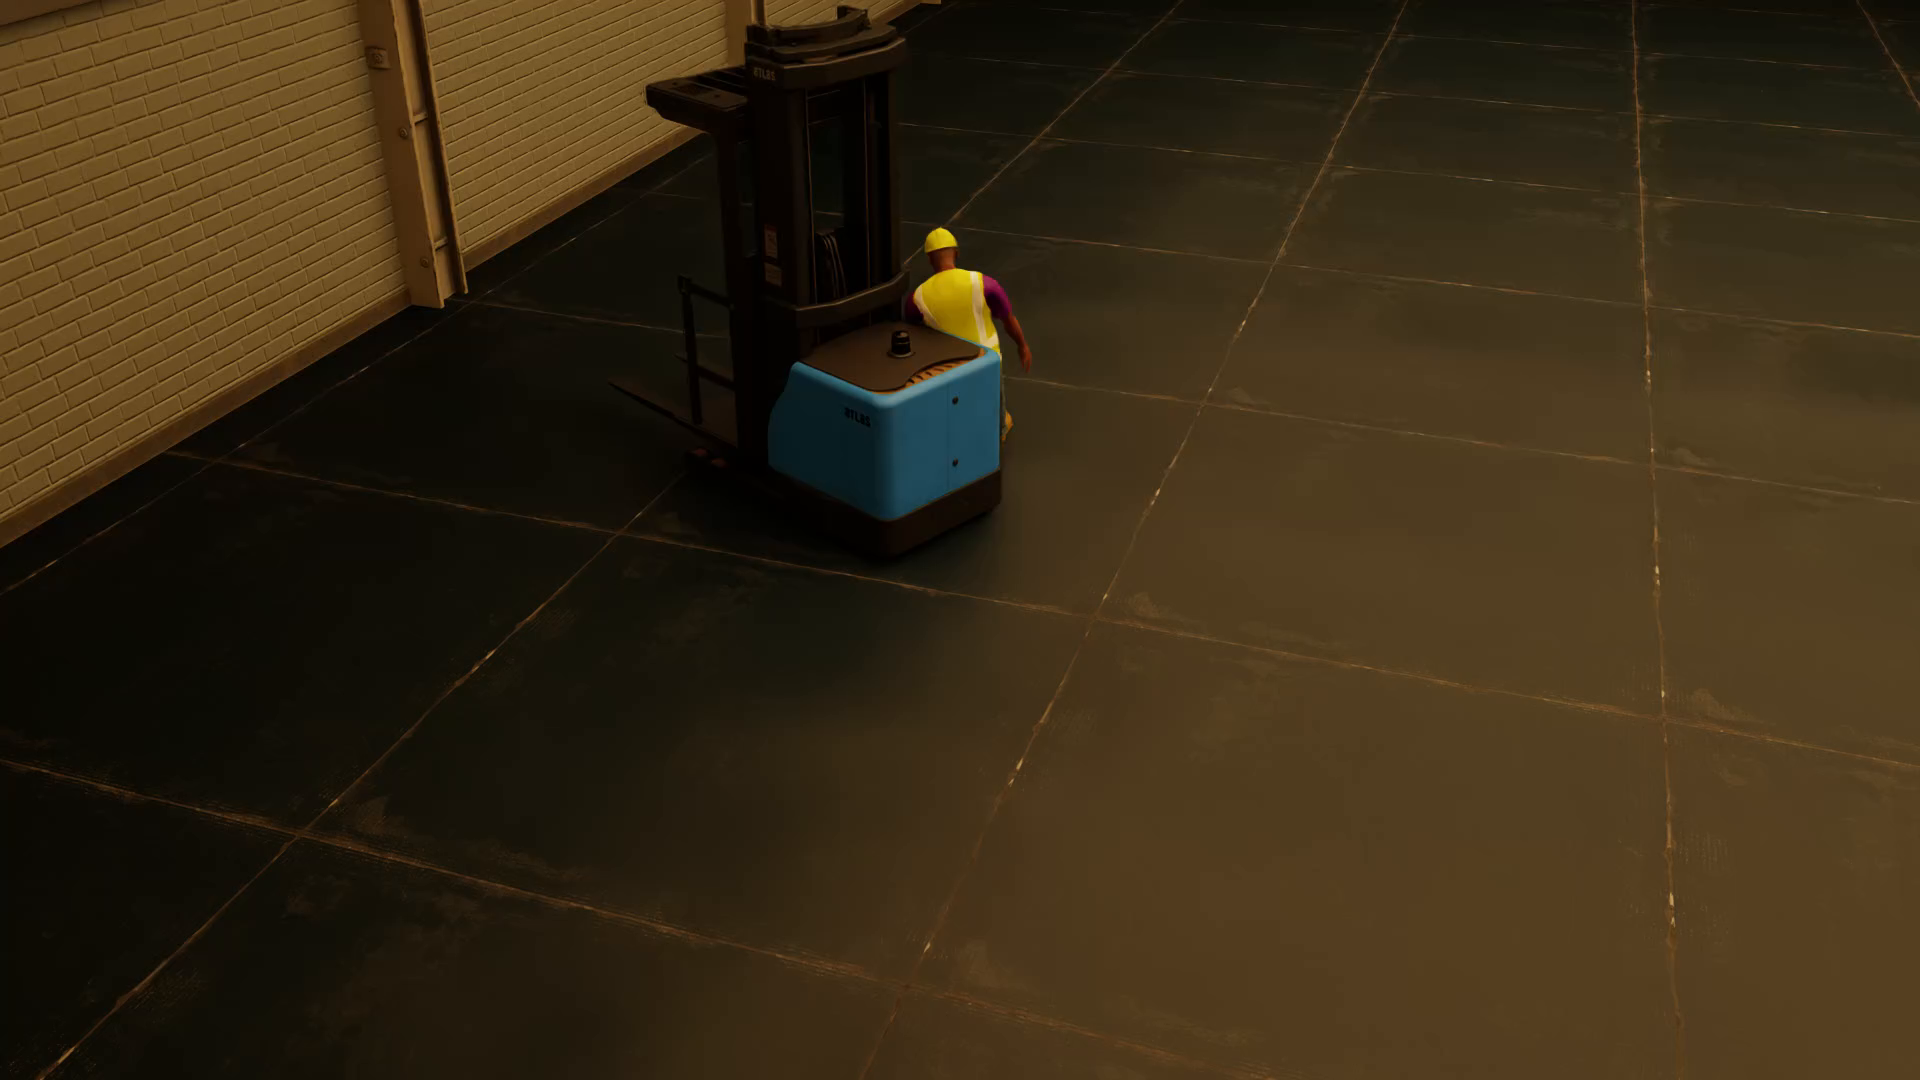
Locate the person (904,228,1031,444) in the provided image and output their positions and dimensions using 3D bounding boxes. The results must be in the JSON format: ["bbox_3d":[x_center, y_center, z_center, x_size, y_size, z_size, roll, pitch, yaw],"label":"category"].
[{"bbox_3d":[-0.005,-1.245,10.611,0.917,1.613,0.967,1,30,1],"label":"person"}]

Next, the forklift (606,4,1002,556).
[{"bbox_3d":[-1.152,-1.799,10.292,3.031,2.935,1.130,26,38,37],"label":"forklift"}]
